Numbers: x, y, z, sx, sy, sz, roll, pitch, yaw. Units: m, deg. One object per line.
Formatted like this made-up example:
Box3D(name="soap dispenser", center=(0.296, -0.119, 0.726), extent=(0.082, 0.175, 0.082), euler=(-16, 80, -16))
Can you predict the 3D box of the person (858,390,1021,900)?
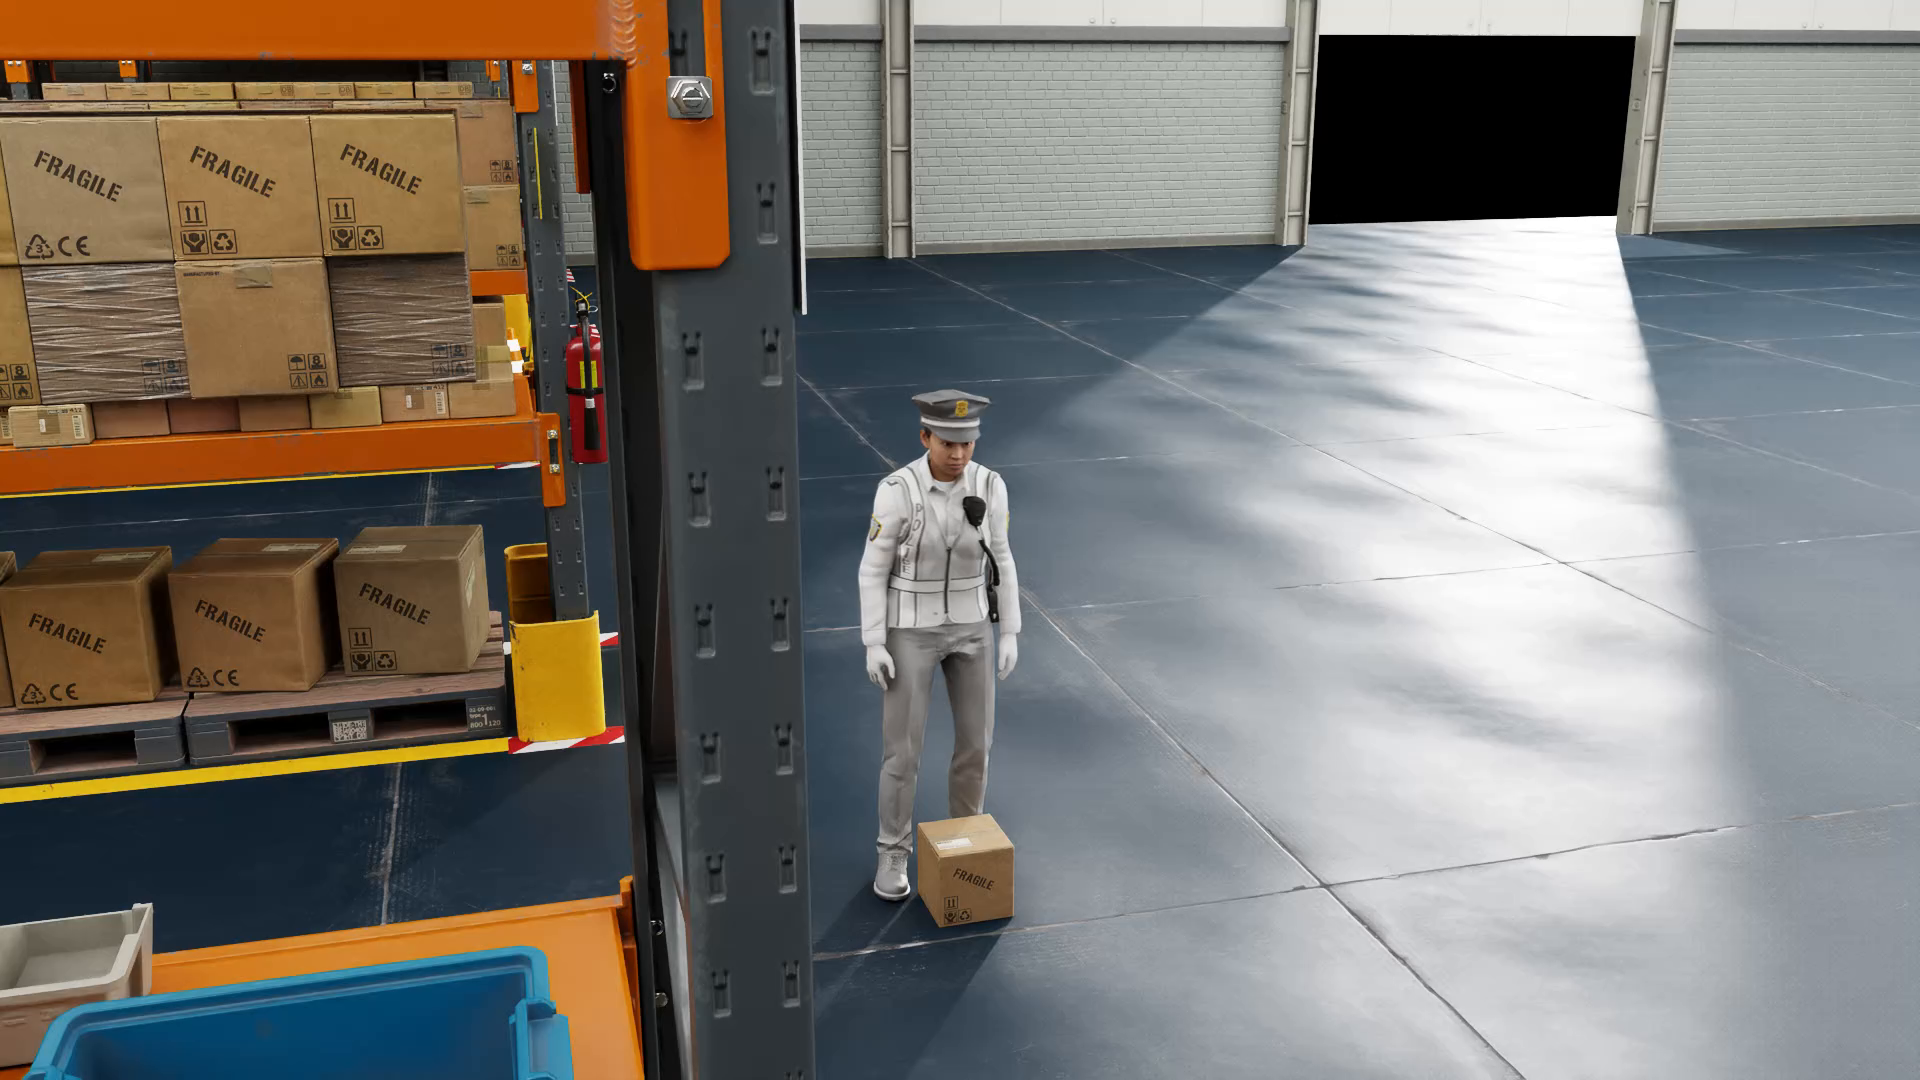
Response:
Box3D(name="person", center=(-0.061, 0.325, 5.399), extent=(0.530, 1.663, 0.371), euler=(-4, 17, -15))
